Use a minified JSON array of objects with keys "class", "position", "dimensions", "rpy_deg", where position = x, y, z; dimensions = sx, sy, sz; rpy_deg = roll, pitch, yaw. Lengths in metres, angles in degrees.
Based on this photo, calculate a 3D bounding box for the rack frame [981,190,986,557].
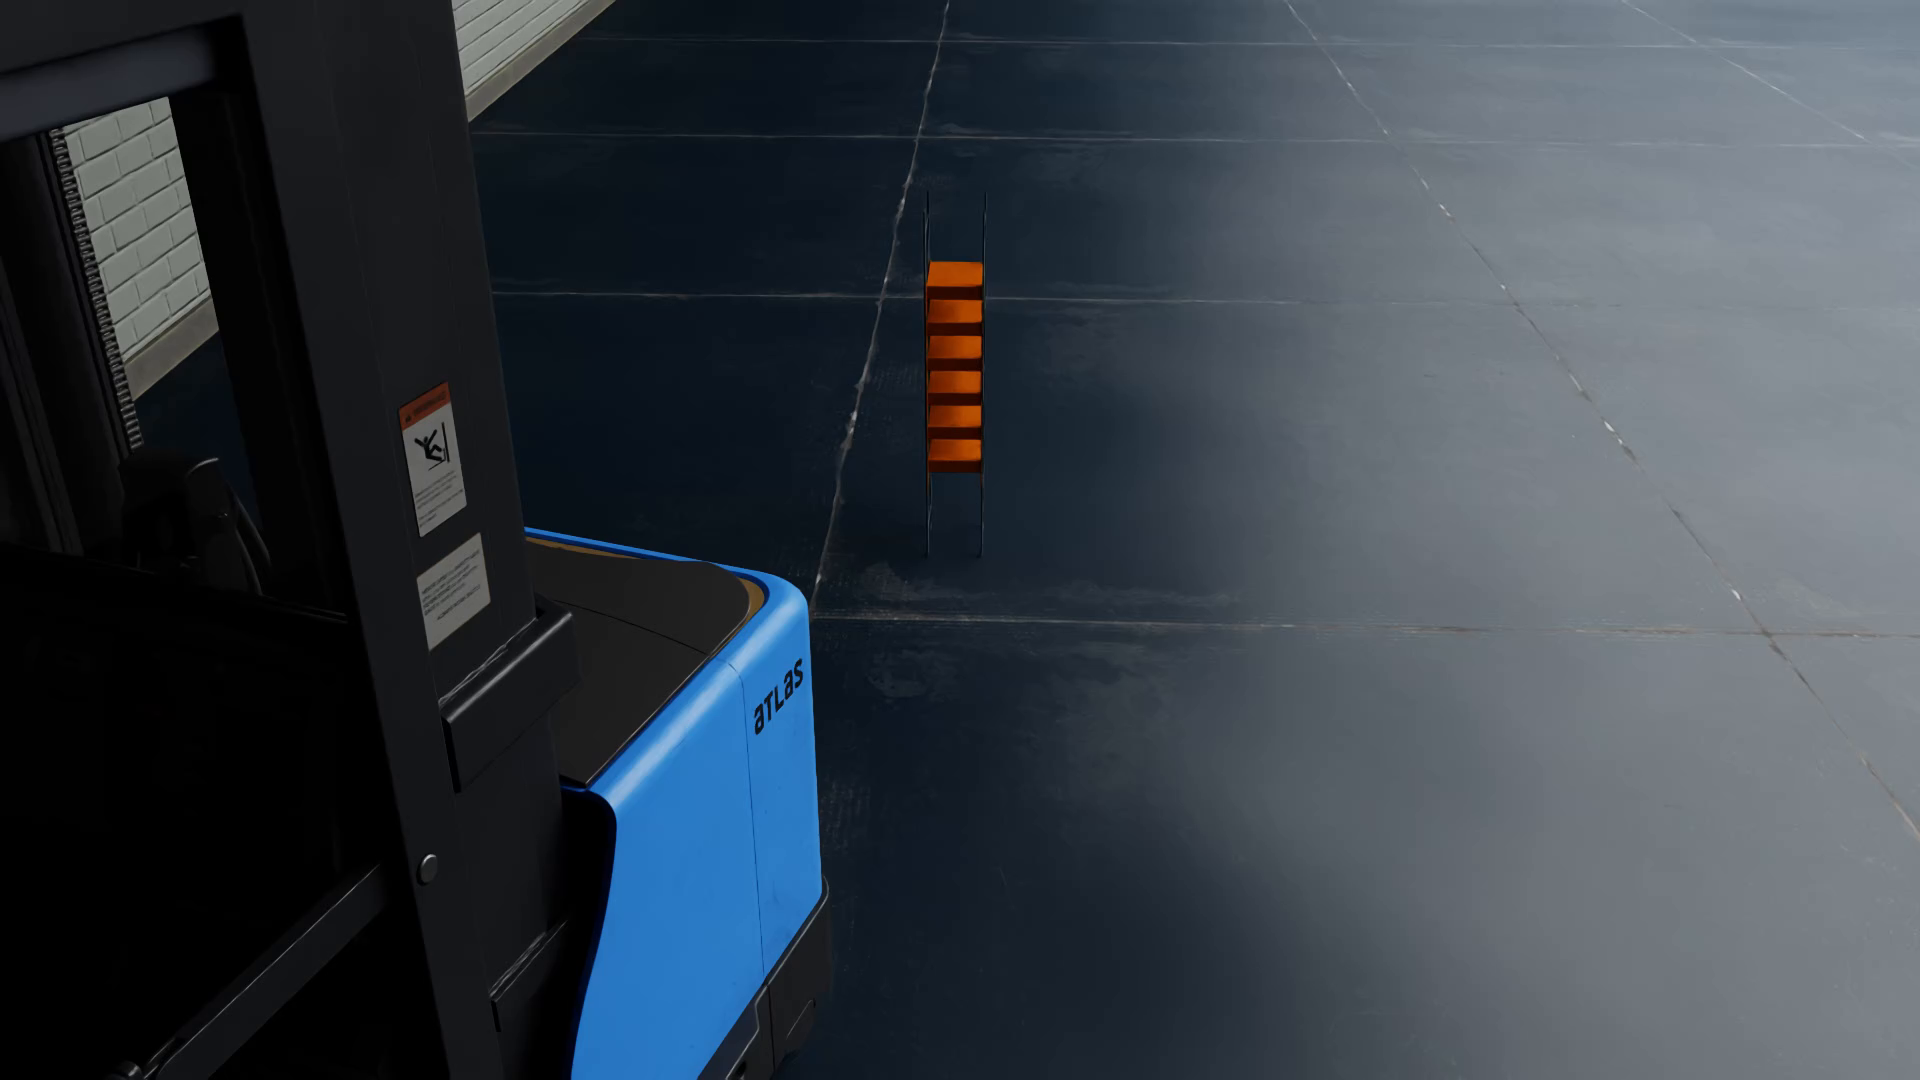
[{"class":"rack frame","position":[0.077,-0.529,5.467],"dimensions":[0.006,1.200,0.240],"rpy_deg":[1,28,2]}]

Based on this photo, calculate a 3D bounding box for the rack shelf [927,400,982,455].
[{"class":"rack shelf","position":[-0.014,-0.385,5.546],"dimensions":[0.180,0.103,0.258],"rpy_deg":[1,28,2]}]

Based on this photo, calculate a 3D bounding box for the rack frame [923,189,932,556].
[{"class":"rack frame","position":[-0.106,-0.532,5.472],"dimensions":[0.006,1.200,0.240],"rpy_deg":[1,28,2]}]

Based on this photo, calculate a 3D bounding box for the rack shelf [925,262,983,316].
[{"class":"rack shelf","position":[-0.014,-0.809,5.322],"dimensions":[0.180,0.103,0.258],"rpy_deg":[1,28,2]}]

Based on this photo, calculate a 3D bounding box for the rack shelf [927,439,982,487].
[{"class":"rack shelf","position":[-0.014,-0.279,5.603],"dimensions":[0.180,0.103,0.258],"rpy_deg":[1,28,2]}]

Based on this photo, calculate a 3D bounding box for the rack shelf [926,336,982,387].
[{"class":"rack shelf","position":[-0.014,-0.597,5.434],"dimensions":[0.180,0.103,0.258],"rpy_deg":[1,28,2]}]

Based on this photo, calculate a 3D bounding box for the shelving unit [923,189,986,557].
[{"class":"shelving unit","position":[-0.014,-0.530,5.469],"dimensions":[0.189,1.200,0.258],"rpy_deg":[1,28,2]}]

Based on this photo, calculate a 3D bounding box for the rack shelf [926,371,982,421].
[{"class":"rack shelf","position":[-0.014,-0.491,5.490],"dimensions":[0.180,0.103,0.258],"rpy_deg":[1,28,2]}]

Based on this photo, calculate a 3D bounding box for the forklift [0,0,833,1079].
[{"class":"forklift","position":[-1.282,0.296,2.062],"dimensions":[1.130,2.935,3.031],"rpy_deg":[10,30,18]}]

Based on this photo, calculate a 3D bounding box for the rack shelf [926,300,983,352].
[{"class":"rack shelf","position":[-0.014,-0.703,5.378],"dimensions":[0.180,0.103,0.258],"rpy_deg":[1,28,2]}]
